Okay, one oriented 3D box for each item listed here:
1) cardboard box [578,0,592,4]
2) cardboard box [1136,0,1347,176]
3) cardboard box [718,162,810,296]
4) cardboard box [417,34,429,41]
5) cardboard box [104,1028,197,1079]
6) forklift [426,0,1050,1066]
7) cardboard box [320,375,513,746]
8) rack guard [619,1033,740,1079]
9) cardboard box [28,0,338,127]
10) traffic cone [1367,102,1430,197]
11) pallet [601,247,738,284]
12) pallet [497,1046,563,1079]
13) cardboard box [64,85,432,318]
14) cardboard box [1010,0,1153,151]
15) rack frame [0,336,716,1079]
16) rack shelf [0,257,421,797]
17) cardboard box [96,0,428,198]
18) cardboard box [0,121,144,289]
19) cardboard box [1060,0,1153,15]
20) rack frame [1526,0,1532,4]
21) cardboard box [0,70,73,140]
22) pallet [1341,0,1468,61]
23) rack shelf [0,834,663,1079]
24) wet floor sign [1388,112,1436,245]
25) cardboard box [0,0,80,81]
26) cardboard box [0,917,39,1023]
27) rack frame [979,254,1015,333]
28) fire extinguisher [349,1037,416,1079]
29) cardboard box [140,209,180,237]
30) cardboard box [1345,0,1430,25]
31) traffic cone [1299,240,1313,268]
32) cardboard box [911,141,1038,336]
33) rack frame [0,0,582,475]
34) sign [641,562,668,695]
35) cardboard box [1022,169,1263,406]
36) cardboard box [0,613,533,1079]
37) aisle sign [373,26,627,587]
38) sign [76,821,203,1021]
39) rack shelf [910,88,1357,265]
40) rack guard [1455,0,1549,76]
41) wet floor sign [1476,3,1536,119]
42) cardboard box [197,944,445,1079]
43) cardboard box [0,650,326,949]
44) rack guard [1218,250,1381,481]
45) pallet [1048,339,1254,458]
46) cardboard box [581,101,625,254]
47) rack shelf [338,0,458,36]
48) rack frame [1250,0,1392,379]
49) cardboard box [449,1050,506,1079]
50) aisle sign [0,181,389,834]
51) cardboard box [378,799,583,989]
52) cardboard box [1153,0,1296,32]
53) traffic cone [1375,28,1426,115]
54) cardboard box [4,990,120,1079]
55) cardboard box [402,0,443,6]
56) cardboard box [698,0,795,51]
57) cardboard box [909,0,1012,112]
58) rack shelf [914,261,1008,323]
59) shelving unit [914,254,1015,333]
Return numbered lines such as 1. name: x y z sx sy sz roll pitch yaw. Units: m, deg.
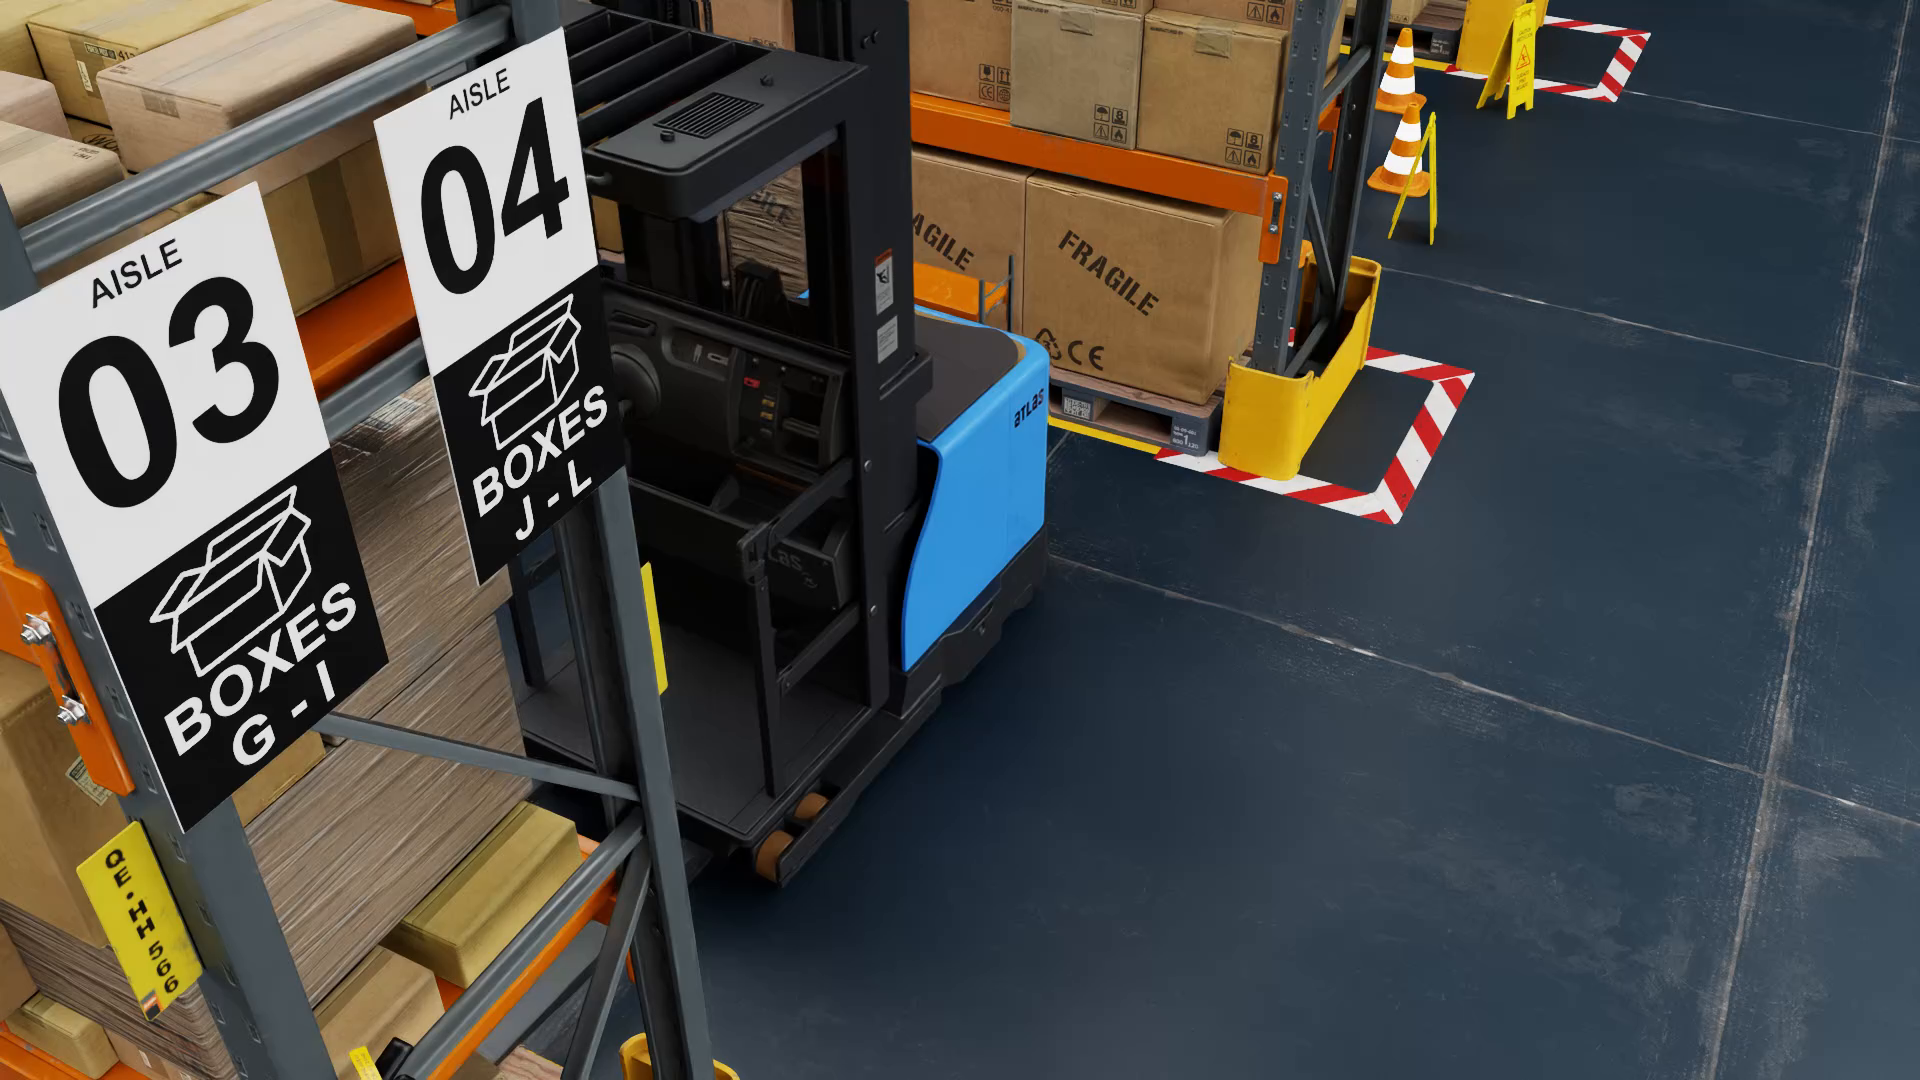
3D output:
1. cardboard box: -1.724 -2.876 7.934 0.550 0.550 0.875 17 41 21
2. cardboard box: 1.145 -1.939 6.699 0.550 0.550 0.875 17 41 21
3. cardboard box: -0.729 -1.772 8.014 0.875 0.875 0.875 18 41 22
4. cardboard box: -2.650 -2.308 8.823 0.750 0.750 1.050 17 40 21
5. cardboard box: -1.446 0.896 3.296 0.250 0.149 0.380 17 41 21
6. forklift: -0.855 -0.395 4.846 1.130 2.935 3.031 20 42 24
7. cardboard box: -1.239 -0.021 3.141 0.500 0.500 0.500 17 41 21
8. rack guard: -0.943 1.809 3.953 0.348 0.500 1.175 17 41 21
9. cardboard box: -1.200 -0.784 2.615 0.250 0.149 0.380 18 41 22
10. traffic cone: 2.498 -2.212 9.281 0.334 0.463 0.336 17 41 21
11. pallet: -1.418 -1.548 8.615 1.213 0.211 1.003 17 41 21
12. pallet: -1.649 1.679 4.363 1.213 0.211 1.003 17 41 21
13. cardboard box: -1.185 -0.573 2.667 0.500 0.250 0.500 19 41 23
14. cardboard box: 0.646 -2.080 6.885 0.550 0.550 0.875 17 41 21
15. rack frame: -0.876 0.835 3.170 0.127 3.000 1.000 17 41 21
16. rack shelf: -2.652 -0.630 3.213 4.000 0.370 1.077 17 41 21
17. cardboard box: -1.014 -0.660 2.452 0.250 0.149 0.380 17 40 21
18. cardboard box: -1.266 -0.369 2.069 0.250 0.149 0.380 17 41 21
19. cardboard box: 0.652 -2.518 6.569 0.550 0.550 0.875 17 41 21
20. rack frame: 3.682 -4.486 10.179 0.127 3.000 1.000 17 41 21
21. cardboard box: -1.443 -0.504 2.247 0.250 0.149 0.380 16 40 20
22. pallet: 2.909 -3.641 11.372 1.213 0.211 1.003 17 41 21
23. rack shelf: -2.652 0.565 4.120 4.000 0.370 1.077 17 41 21
24. wet floor sign: 2.431 -1.918 8.742 0.232 0.644 0.267 11 38 14
25. cardboard box: -1.481 -0.788 2.621 0.250 0.149 0.380 17 40 21
26. cardboard box: -1.851 0.434 3.369 0.500 0.500 0.875 17 41 21
27. rack frame: 0.135 -0.517 6.439 0.015 1.200 0.240 20 41 24
28. fire extinguisher: -0.986 1.145 2.825 0.183 0.674 0.296 17 41 21
29. cardboard box: -1.421 -0.298 2.305 0.500 0.250 0.500 18 41 23
30. cardboard box: 2.819 -3.645 10.998 0.500 0.250 0.500 17 40 21
31. traffic cone: 1.676 -1.700 8.607 0.334 0.463 0.336 17 41 21
32. cardboard box: 0.080 -1.518 7.679 0.875 0.875 0.875 17 40 21
33. rack frame: -0.876 -1.555 1.356 0.127 3.000 1.000 17 41 21
34. sign: -0.627 0.198 3.292 0.005 0.325 0.100 17 41 21
35. cardboard box: 0.862 -1.274 7.358 0.875 0.875 0.875 18 41 22
36. cardboard box: -1.352 0.509 3.270 0.500 0.500 0.875 17 41 21
37. aisle sign: -0.683 -0.345 2.573 0.004 0.787 0.394 17 41 21
38. sign: -1.149 0.540 2.339 0.005 0.325 0.100 17 41 21
39. rack shelf: -0.281 -2.070 7.591 4.000 0.370 1.077 17 41 21
40. rack guard: 3.614 -3.511 10.963 0.348 0.500 1.175 17 41 21
41. wet floor sign: 3.358 -2.921 10.064 0.267 0.644 0.232 -29 46 -33
42. cardboard box: -1.224 0.966 3.204 0.250 0.149 0.380 17 41 21
43. cardboard box: -1.478 0.258 2.774 0.500 0.500 0.500 17 41 21
44. rack guard: 1.516 -0.798 7.388 0.348 0.500 1.175 17 41 21
45. pallet: 0.749 -0.870 7.722 1.213 0.211 1.003 17 41 21
46. cardboard box: -1.531 -2.021 8.342 0.875 0.875 0.875 18 41 22
47. rack shelf: -3.833 -3.182 9.056 4.000 0.370 1.077 17 41 21
48. rack frame: 1.495 -1.800 6.641 0.127 3.000 1.000 17 41 21
49. cardboard box: -1.423 1.480 4.039 0.500 0.500 0.500 25 44 29
50. aisle sign: -0.959 -0.023 2.149 0.004 0.787 0.394 17 41 21
51. cardboard box: -1.019 0.727 3.519 0.250 0.149 0.380 17 41 21
52. cardboard box: 1.183 -2.414 6.432 0.550 0.550 0.875 17 41 21
53. traffic cone: 2.706 -2.903 10.191 0.334 0.463 0.336 17 41 21
54. cardboard box: -1.691 0.854 3.351 0.250 0.149 0.380 17 41 21
55. cardboard box: -2.643 -2.954 8.078 0.500 0.500 0.500 17 40 21
56. cardboard box: -0.800 -2.522 7.467 0.550 0.550 0.875 17 41 21
57. cardboard box: 0.207 -2.303 7.179 0.550 0.550 0.875 17 41 21
58. rack shelf: -0.075 -0.905 6.300 0.480 0.148 0.258 20 41 24
59. shelving unit: -0.075 -0.592 6.538 0.503 1.200 0.258 20 41 24
